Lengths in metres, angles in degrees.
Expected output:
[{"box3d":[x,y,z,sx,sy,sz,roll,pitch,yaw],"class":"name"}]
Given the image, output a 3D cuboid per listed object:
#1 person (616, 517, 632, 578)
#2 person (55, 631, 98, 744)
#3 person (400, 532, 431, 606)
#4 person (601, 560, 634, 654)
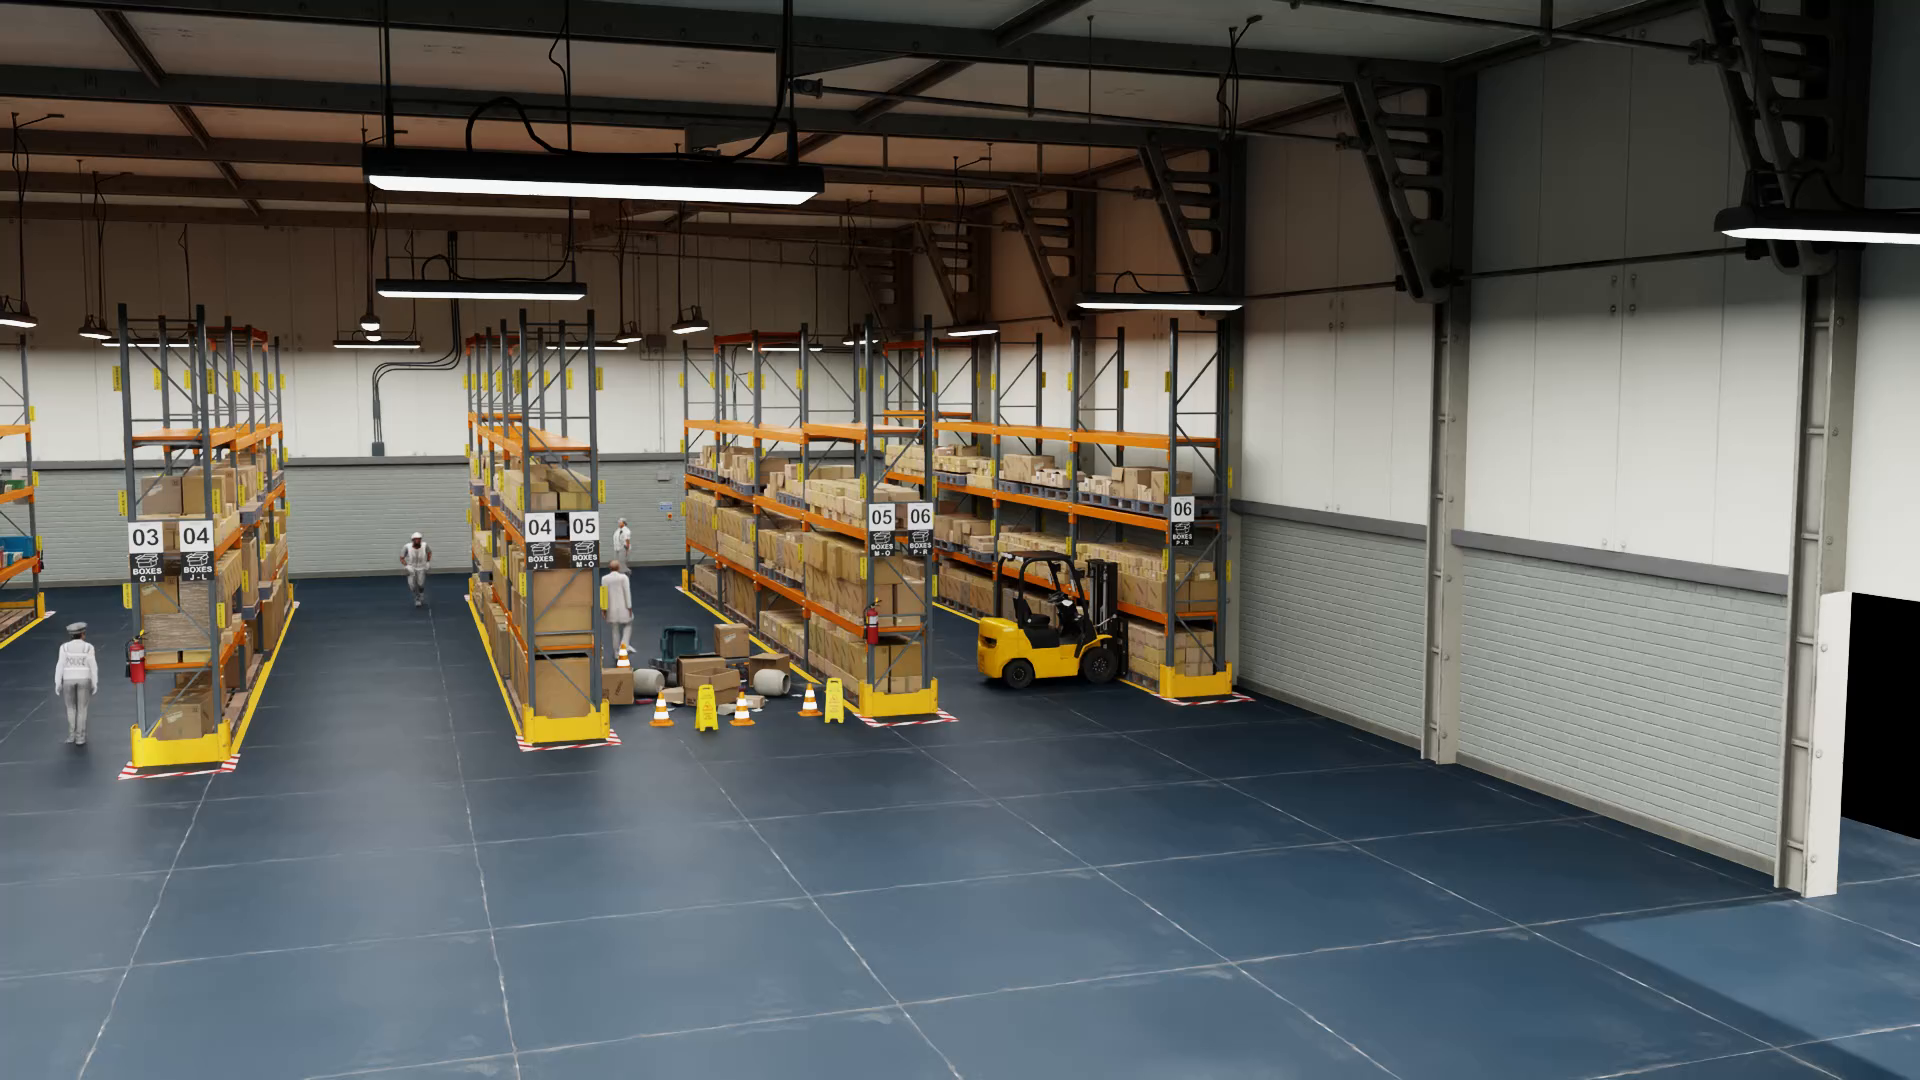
[{"box3d":[-8.349,0.262,41.226,0.482,1.652,0.618,5,8,45],"class":"person"},{"box3d":[-12.231,2.028,23.041,0.532,1.703,0.580,-2,6,-23],"class":"person"},{"box3d":[-12.153,0.649,37.143,0.639,1.676,0.660,-1,6,-10],"class":"person"},{"box3d":[-6.221,1.220,30.152,0.604,1.696,0.534,-1,5,-9],"class":"person"}]
